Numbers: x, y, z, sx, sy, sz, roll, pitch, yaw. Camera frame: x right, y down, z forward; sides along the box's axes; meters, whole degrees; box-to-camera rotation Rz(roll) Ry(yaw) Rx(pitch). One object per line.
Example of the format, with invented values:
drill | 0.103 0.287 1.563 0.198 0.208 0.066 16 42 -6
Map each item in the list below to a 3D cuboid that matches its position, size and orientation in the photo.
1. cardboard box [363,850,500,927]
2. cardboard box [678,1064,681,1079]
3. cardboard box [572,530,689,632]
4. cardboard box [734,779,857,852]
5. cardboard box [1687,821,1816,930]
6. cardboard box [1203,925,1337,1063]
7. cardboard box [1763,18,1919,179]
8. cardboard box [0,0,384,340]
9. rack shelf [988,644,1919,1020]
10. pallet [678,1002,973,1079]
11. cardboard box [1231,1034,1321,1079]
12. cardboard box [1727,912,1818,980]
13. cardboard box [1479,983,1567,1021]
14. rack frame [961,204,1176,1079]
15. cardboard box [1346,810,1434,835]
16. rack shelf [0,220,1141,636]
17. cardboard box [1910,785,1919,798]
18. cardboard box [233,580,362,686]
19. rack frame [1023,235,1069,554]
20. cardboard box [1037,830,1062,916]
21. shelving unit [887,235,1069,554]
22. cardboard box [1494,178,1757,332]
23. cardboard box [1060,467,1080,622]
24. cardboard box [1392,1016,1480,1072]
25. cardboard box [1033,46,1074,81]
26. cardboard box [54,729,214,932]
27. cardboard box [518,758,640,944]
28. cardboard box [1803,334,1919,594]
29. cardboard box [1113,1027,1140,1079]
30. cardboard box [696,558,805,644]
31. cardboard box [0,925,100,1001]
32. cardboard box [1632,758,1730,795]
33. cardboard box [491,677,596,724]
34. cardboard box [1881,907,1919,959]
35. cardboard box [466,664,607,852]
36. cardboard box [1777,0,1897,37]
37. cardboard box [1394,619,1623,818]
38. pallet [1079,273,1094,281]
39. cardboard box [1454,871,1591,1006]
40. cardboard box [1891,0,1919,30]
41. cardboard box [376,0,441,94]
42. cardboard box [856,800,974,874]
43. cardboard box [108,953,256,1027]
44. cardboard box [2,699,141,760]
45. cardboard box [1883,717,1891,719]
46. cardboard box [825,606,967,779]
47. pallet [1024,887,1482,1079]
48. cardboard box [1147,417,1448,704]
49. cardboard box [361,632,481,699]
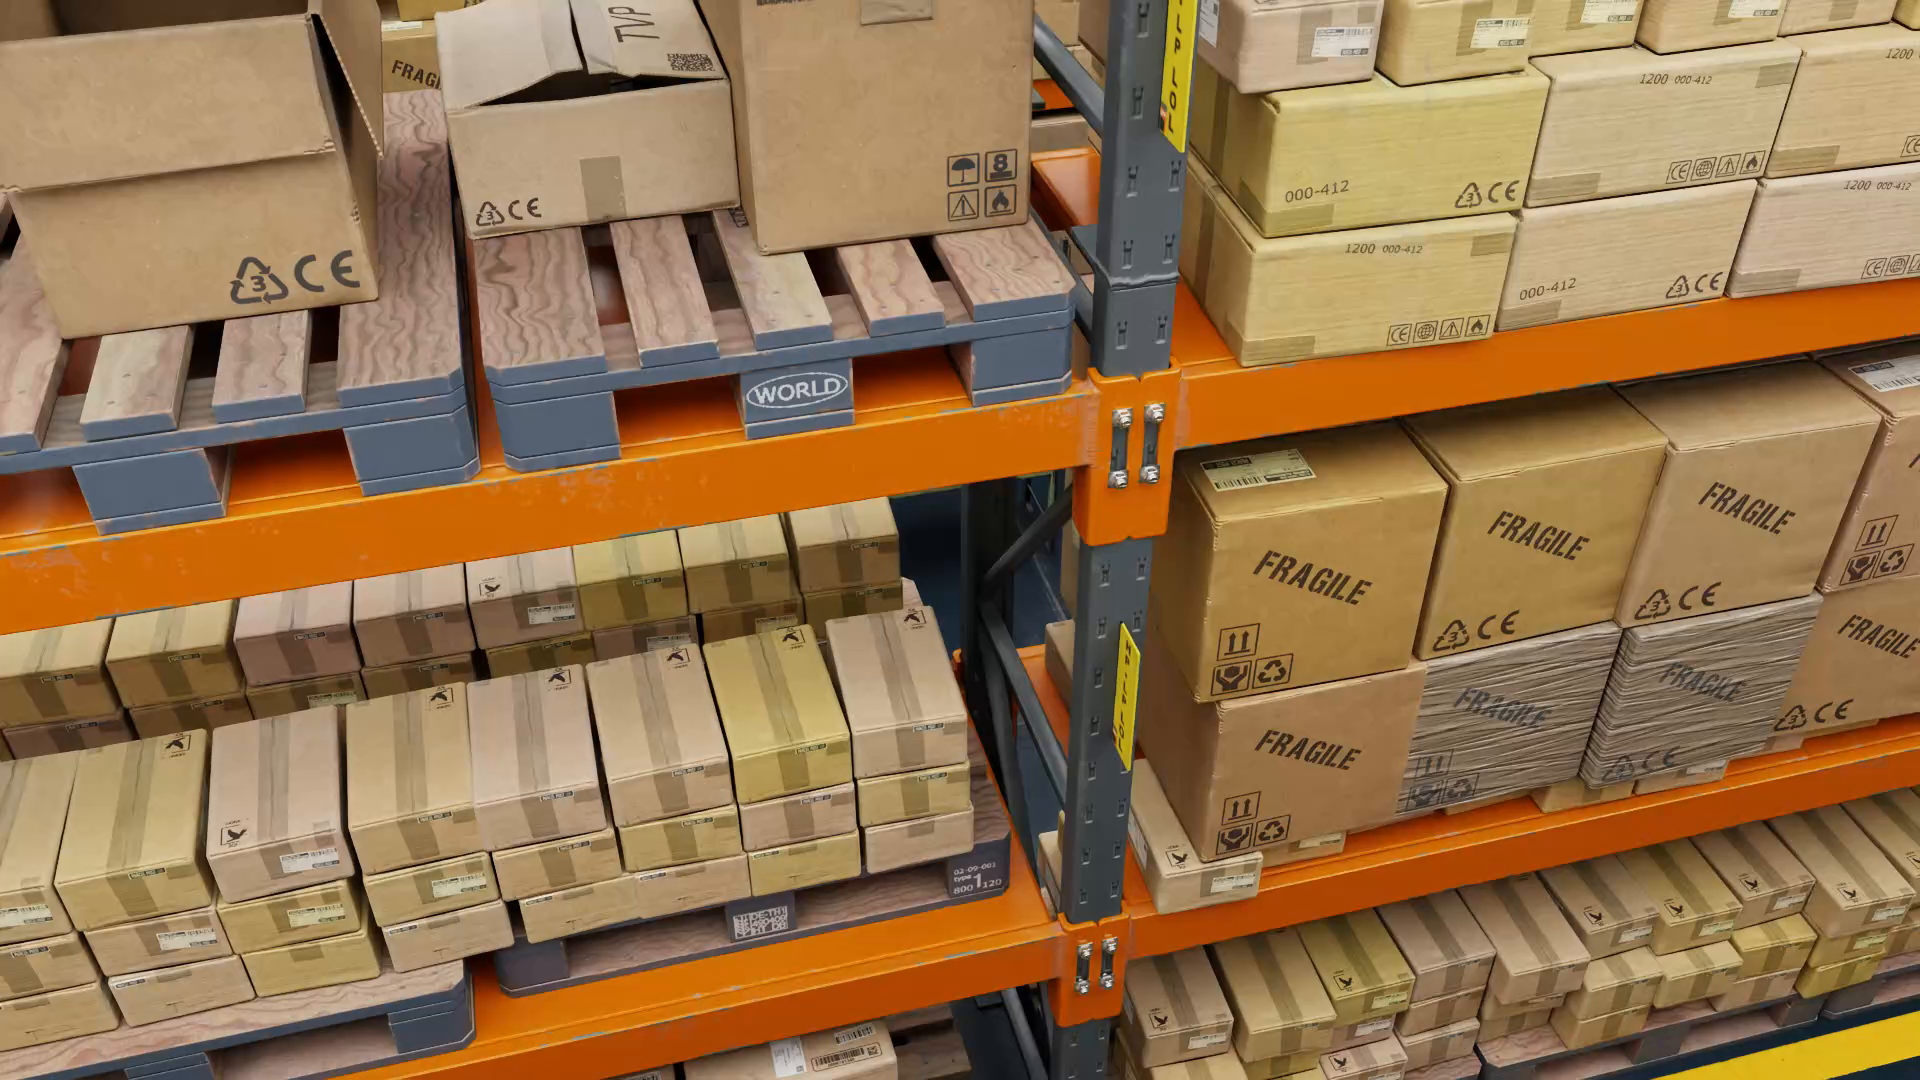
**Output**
cardboard box | -1.150 0.619 3.588 0.250 0.149 0.380 -11 39 -14
cardboard box | -0.953 1.631 4.360 0.500 0.500 0.500 -10 39 -13
cardboard box | -0.825 0.035 4.106 0.250 0.149 0.380 -9 38 -12
cardboard box | -0.396 0.495 3.750 0.250 0.149 0.380 -9 38 -12
cardboard box | 2.338 0.965 5.031 0.250 0.149 0.380 -11 39 -13
cardboard box | 0.859 1.247 4.663 0.250 0.149 0.380 -8 38 -10
cardboard box | 1.690 -0.954 3.272 0.500 0.250 0.500 -9 38 -11
cardboard box | -1.335 -0.772 2.891 0.637 0.503 0.797 -10 38 -13
rack shelf | 2.122 0.428 4.814 4.000 0.370 1.077 -9 38 -12
pallet | -0.560 1.691 4.866 1.213 0.211 1.003 -9 38 -12
cardboard box | 0.845 1.344 4.780 0.250 0.149 0.380 -9 38 -12
cardboard box | 2.367 1.127 5.064 0.250 0.149 0.380 -7 38 -10
cardboard box | 1.604 1.214 4.951 0.250 0.149 0.380 -8 38 -10
rack frame | 0.191 0.459 4.181 0.127 3.000 1.000 -9 38 -12
cardboard box | 1.024 0.549 4.271 0.250 0.149 0.380 -11 39 -14
rack shelf | -1.740 -0.130 3.074 4.000 0.370 1.077 -9 38 -12
cardboard box | 3.133 0.909 5.104 0.250 0.149 0.380 -10 39 -13
cardboard box | -1.557 0.154 3.951 0.250 0.149 0.380 -8 38 -10
rack frame | 0.347 -0.653 6.869 0.023 1.500 0.400 -9 38 -12
cardboard box | 0.412 1.070 5.138 0.250 0.149 0.380 -9 38 -11
shelving unit | -0.006 -0.595 6.793 0.755 1.500 0.431 -9 38 -12
cardboard box | 1.188 -0.676 3.319 0.500 0.250 0.500 -10 39 -13
cardboard box | 0.584 0.059 4.377 0.500 0.500 0.500 -9 38 -12
cardboard box | 1.342 1.374 4.986 0.250 0.149 0.380 -10 39 -13
cardboard box | 0.376 -2.385 8.106 0.250 0.149 0.380 -10 39 -13
cardboard box | -1.664 0.584 3.390 0.250 0.149 0.380 -10 39 -13
cardboard box | -0.875 0.691 3.739 0.250 0.149 0.380 -11 39 -14
cardboard box | 2.177 -0.257 3.968 0.500 0.500 0.500 -11 39 -14
cardboard box | 0.626 1.556 4.748 0.250 0.149 0.380 -11 39 -14
cardboard box | -0.559 0.109 4.255 0.250 0.149 0.380 -10 39 -13
cardboard box | -1.909 0.744 3.425 0.250 0.149 0.380 -10 38 -12
cardboard box | 1.808 0.469 4.375 0.250 0.149 0.380 -8 38 -10
cardboard box | -1.060 0.309 4.239 0.250 0.149 0.380 -9 38 -11
cardboard box | 2.864 1.135 5.298 0.250 0.149 0.380 -9 38 -11
cardboard box | -0.908 0.459 3.553 0.250 0.149 0.380 -9 38 -12
cardboard box | 1.541 -1.097 3.131 0.250 0.149 0.380 -10 39 -13
cardboard box | 1.211 0.288 4.077 0.500 0.500 0.500 -9 38 -12
pallet | 0.930 -1.629 9.205 1.213 0.211 1.003 -9 38 -12
cardboard box | 1.603 1.131 4.814 0.250 0.149 0.380 -9 38 -11
cardboard box | 1.816 -1.114 3.152 0.250 0.149 0.380 -7 38 -10
cardboard box | -2.367 -2.110 7.458 0.500 0.500 0.500 -10 38 -12
cardboard box | -0.141 0.571 3.896 0.250 0.149 0.380 -10 39 -13
cardboard box | -1.655 0.822 3.568 0.250 0.149 0.380 -11 39 -13
cardboard box | -2.068 0.357 3.931 0.250 0.149 0.380 -8 38 -11
cardboard box | 2.545 0.295 4.602 0.250 0.149 0.380 -11 39 -14
cardboard box | -0.146 0.334 3.716 0.250 0.149 0.380 -8 38 -10
pallet | 0.830 1.440 5.194 1.213 0.211 1.003 -9 38 -12
cardboard box | 0.690 -0.024 3.663 0.500 0.500 0.500 -8 38 -11
cardboard box | -1.319 0.236 4.089 0.250 0.149 0.380 -8 38 -10
